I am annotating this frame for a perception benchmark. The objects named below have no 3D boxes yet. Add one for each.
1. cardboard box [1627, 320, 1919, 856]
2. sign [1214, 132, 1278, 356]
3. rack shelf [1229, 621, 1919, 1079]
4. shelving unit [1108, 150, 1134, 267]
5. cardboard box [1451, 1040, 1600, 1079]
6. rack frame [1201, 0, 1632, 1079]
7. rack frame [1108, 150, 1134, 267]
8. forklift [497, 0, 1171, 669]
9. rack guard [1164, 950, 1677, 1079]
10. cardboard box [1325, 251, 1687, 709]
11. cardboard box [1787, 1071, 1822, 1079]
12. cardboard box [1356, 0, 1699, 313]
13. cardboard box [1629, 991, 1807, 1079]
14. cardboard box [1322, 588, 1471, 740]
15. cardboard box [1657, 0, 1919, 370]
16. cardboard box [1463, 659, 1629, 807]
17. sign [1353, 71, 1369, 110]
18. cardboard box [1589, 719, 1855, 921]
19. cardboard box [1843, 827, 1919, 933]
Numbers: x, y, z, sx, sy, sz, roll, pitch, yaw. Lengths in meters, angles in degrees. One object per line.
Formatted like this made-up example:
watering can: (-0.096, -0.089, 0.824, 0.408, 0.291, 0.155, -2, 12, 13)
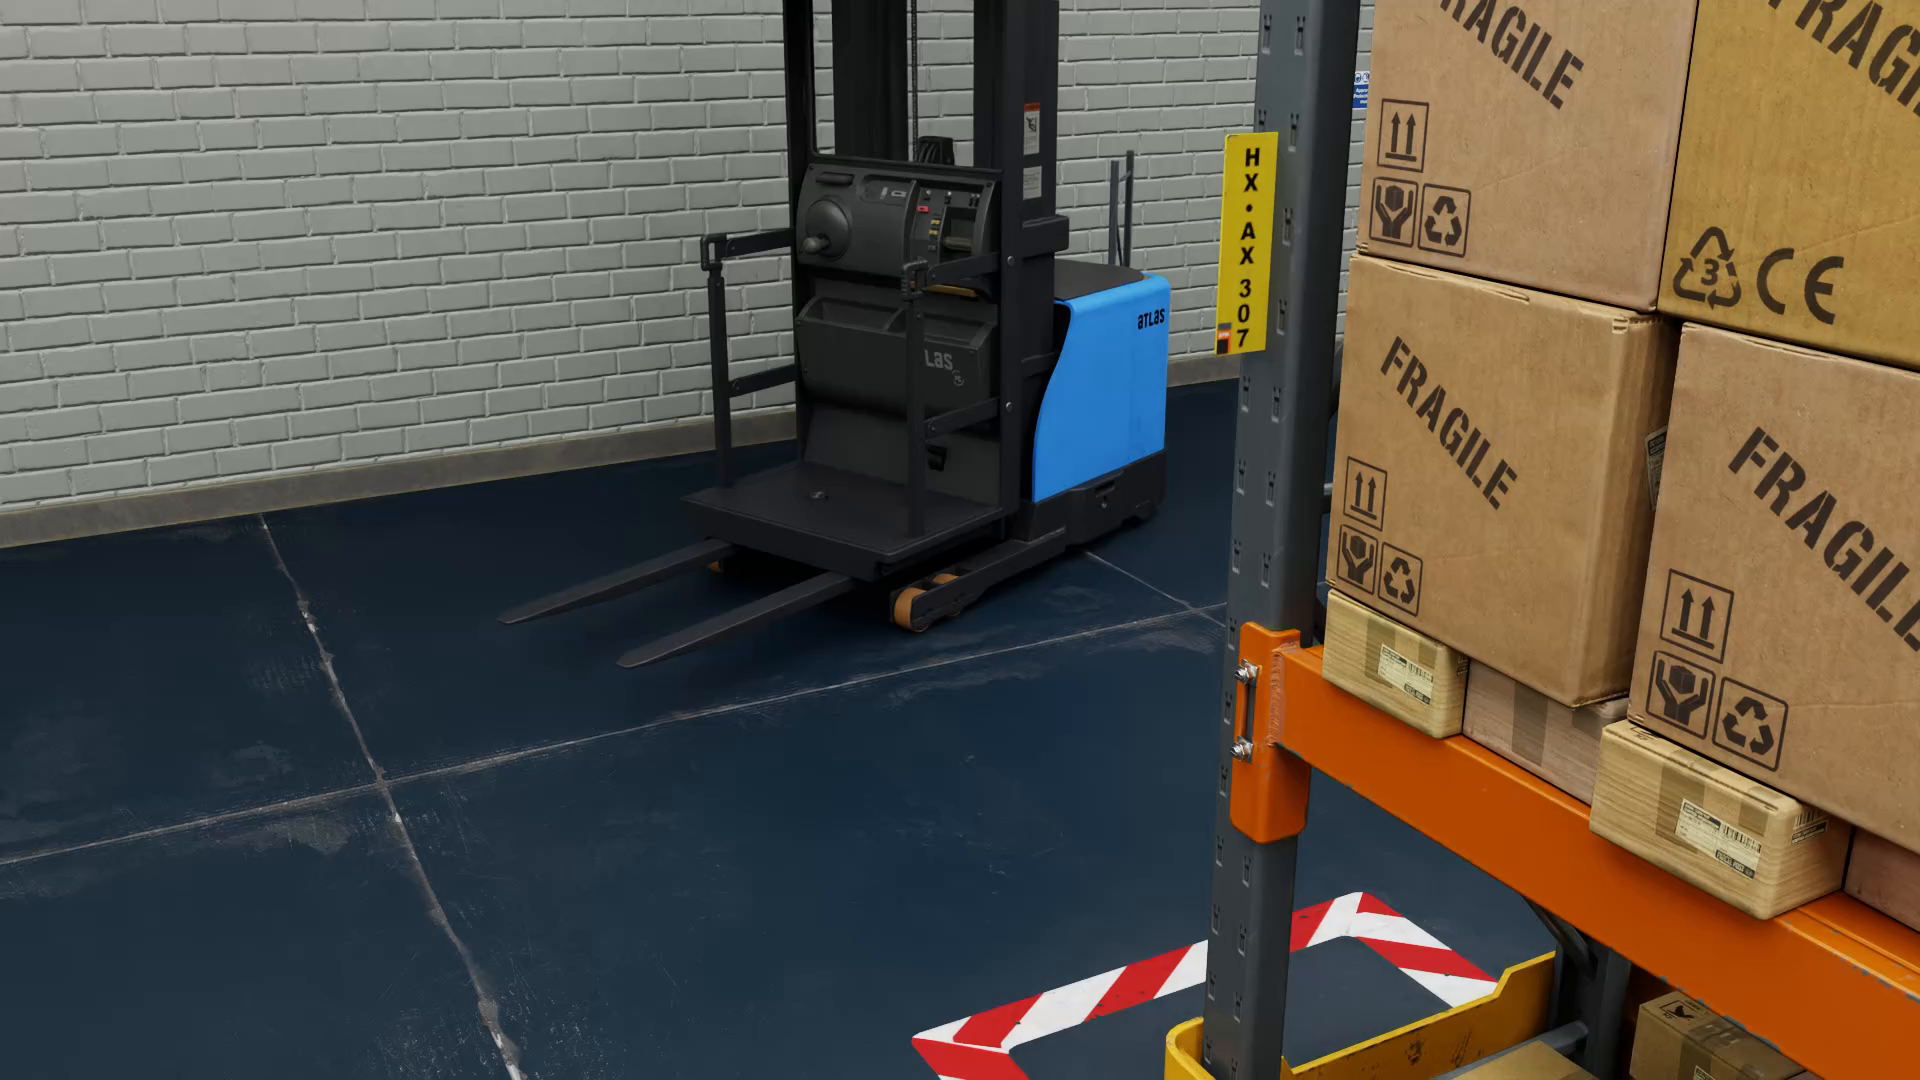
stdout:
cardboard box: (1.153, 0.019, 1.869, 0.500, 0.500, 0.500, -10, 21, -27)
sign: (0.429, -0.440, 2.480, 0.100, 0.325, 0.005, -10, 21, -27)
rack shelf: (1.856, 0.800, 1.318, 1.077, 0.370, 4.000, -10, 21, -27)
shelving unit: (0.259, -1.106, 8.035, 1.048, 1.500, 0.538, 5, 19, 14)
cardboard box: (0.856, 0.956, 2.576, 0.380, 0.149, 0.250, -11, 22, -29)
rack frame: (0.904, -0.114, 2.863, 0.949, 2.616, 0.053, -10, 21, -27)
rack frame: (0.752, -1.065, 7.916, 0.032, 1.500, 0.500, 5, 19, 14)
forklift: (-0.384, -1.225, 6.189, 1.130, 2.935, 3.031, 14, 24, 36)
rack guard: (0.943, 1.089, 3.209, 1.175, 0.500, 0.348, -10, 21, -27)
cardboard box: (0.877, -0.131, 2.303, 0.500, 0.500, 0.500, -9, 21, -24)
cardboard box: (1.450, 0.947, 2.603, 0.380, 0.149, 0.250, -10, 21, -26)
cardboard box: (0.886, -0.605, 2.144, 0.500, 0.500, 0.500, -10, 21, -27)
cardboard box: (1.381, 0.866, 2.838, 0.380, 0.149, 0.250, -10, 21, -26)
cardboard box: (0.772, 0.148, 2.489, 0.380, 0.149, 0.250, -10, 21, -27)
cardboard box: (1.131, -0.461, 1.727, 0.500, 0.500, 0.500, -9, 21, -25)
cardboard box: (0.929, 0.215, 2.296, 0.380, 0.149, 0.250, -9, 21, -25)
sign: (2.445, -2.663, 9.837, 0.327, 0.218, 0.001, -10, 21, -27)
cardboard box: (1.010, 0.300, 2.048, 0.380, 0.149, 0.250, -11, 22, -28)
cardboard box: (1.254, 0.353, 1.894, 0.380, 0.149, 0.250, -9, 21, -24)
